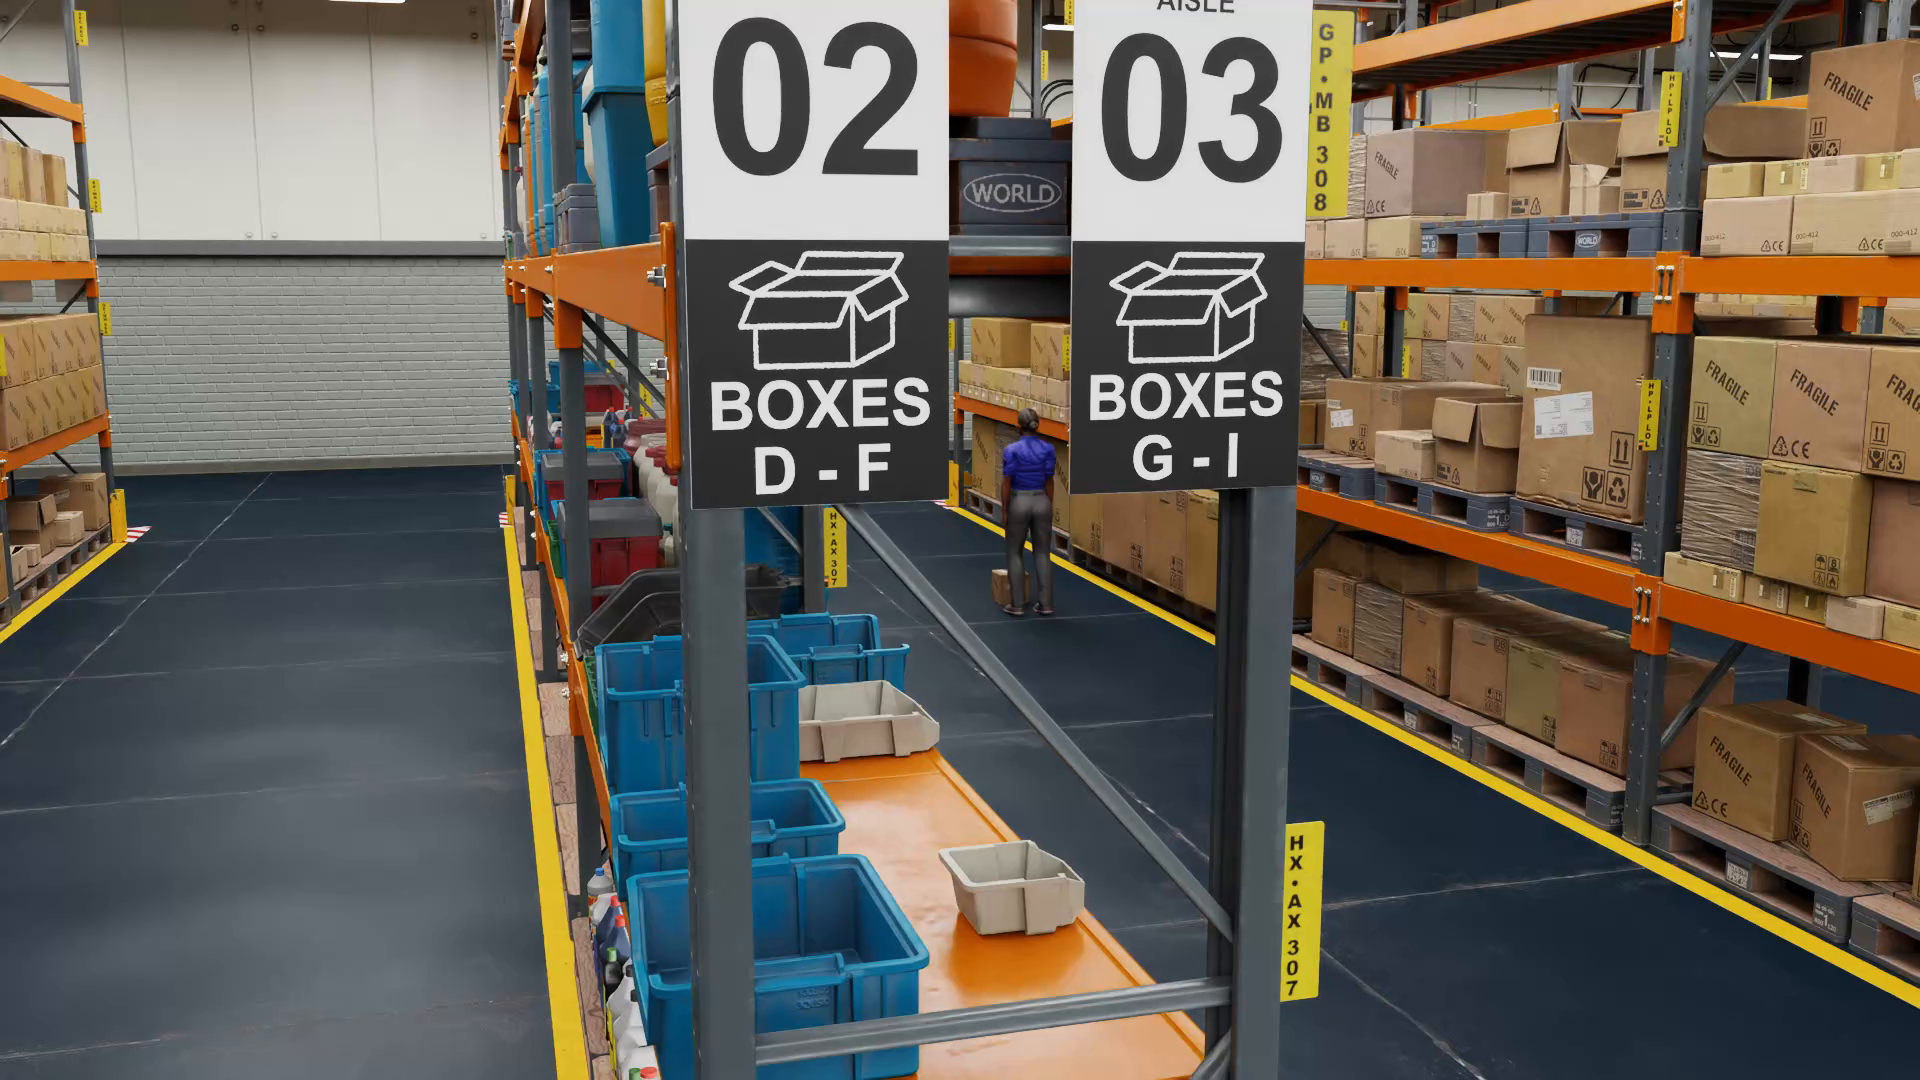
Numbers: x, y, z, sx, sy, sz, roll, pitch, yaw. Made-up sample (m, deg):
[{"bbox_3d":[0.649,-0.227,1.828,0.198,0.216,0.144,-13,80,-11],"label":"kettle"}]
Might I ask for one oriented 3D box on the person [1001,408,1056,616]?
[{"bbox_3d":[0.534,-0.223,13.271,0.438,1.656,0.300,-2,10,-15],"label":"person"}]
